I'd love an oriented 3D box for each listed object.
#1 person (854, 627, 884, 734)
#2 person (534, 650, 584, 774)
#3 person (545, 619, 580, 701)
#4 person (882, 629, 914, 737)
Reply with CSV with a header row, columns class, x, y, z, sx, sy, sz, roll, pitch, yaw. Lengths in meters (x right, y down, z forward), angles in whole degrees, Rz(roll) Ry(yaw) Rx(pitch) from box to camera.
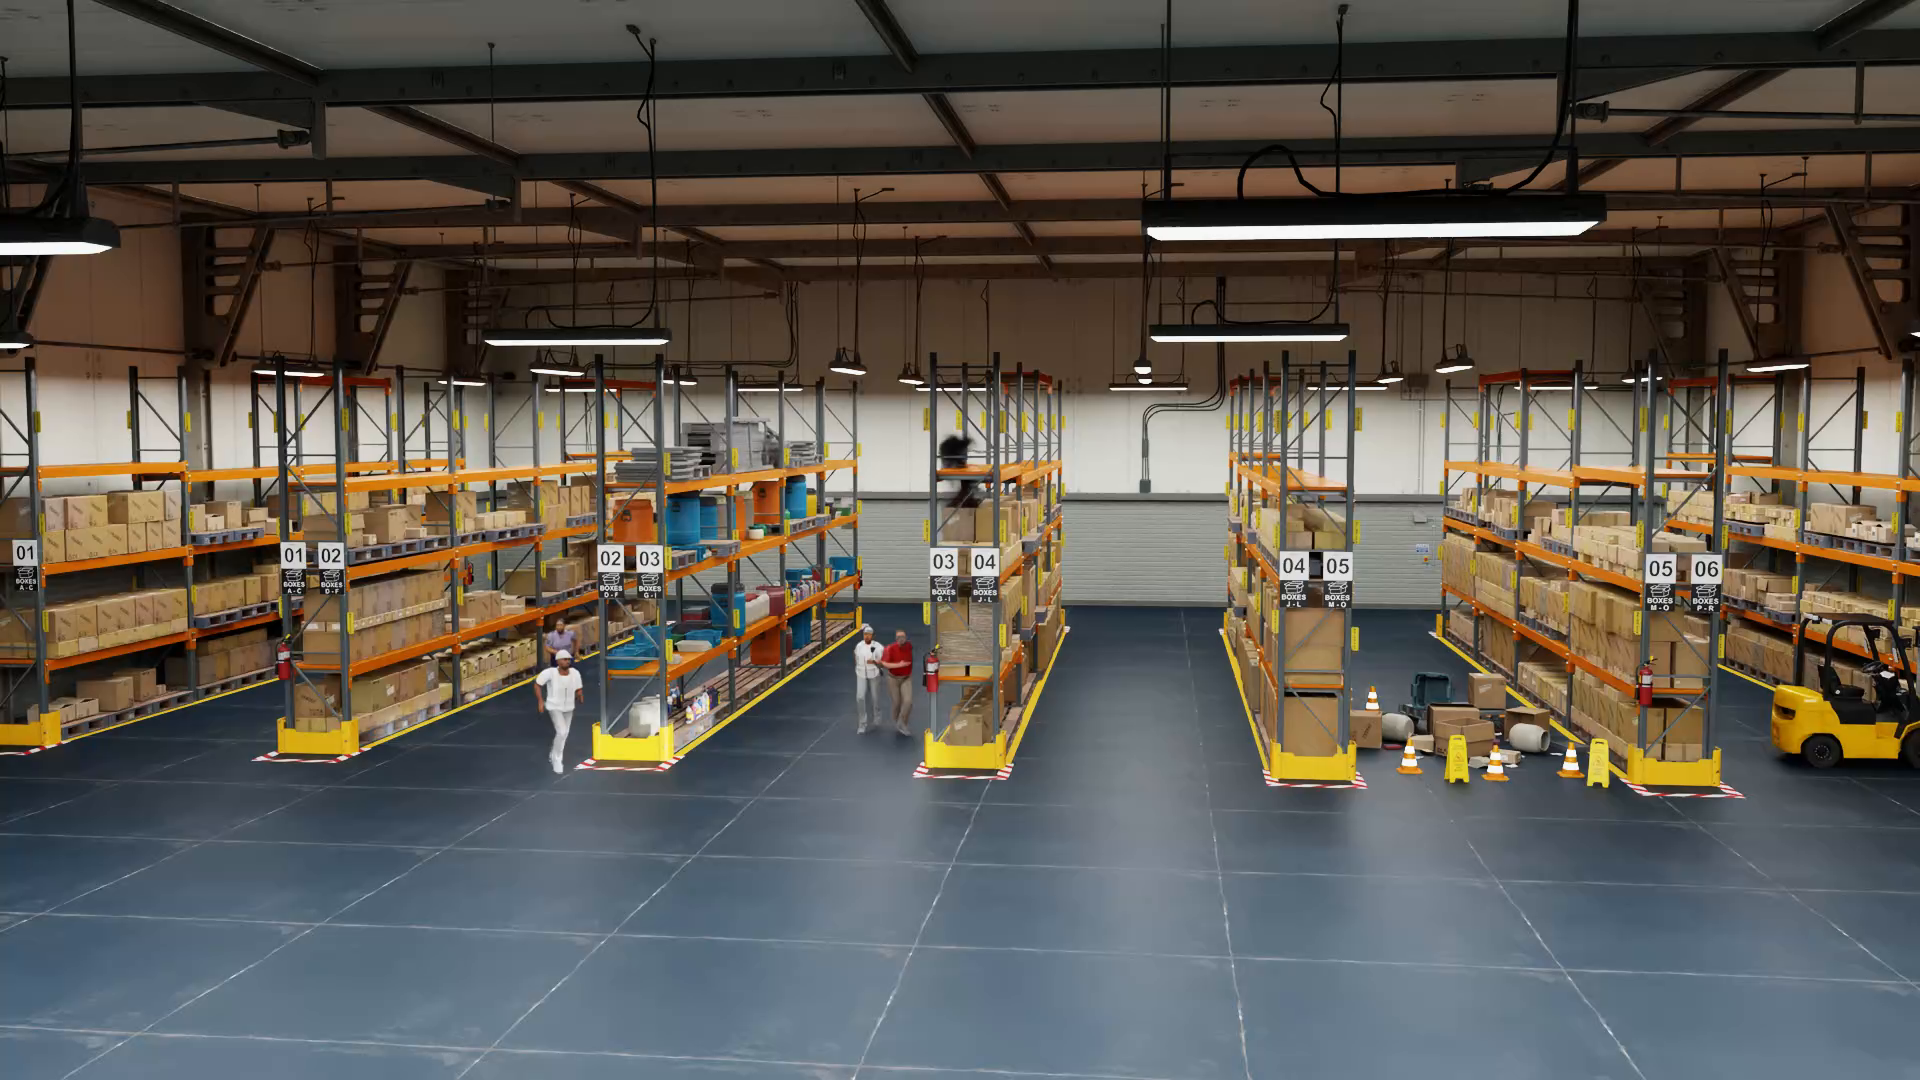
class,x,y,z,sx,sy,sz,roll,pitch,yaw
person,-1.482,2.261,27.035,0.593,1.716,0.700,1,4,12
person,-5.727,2.453,23.911,0.630,1.777,0.827,-4,5,-42
person,-7.048,2.146,29.510,0.612,1.542,0.831,-1,4,-17
person,-1.014,2.267,26.729,0.602,1.717,0.860,-1,4,-18
